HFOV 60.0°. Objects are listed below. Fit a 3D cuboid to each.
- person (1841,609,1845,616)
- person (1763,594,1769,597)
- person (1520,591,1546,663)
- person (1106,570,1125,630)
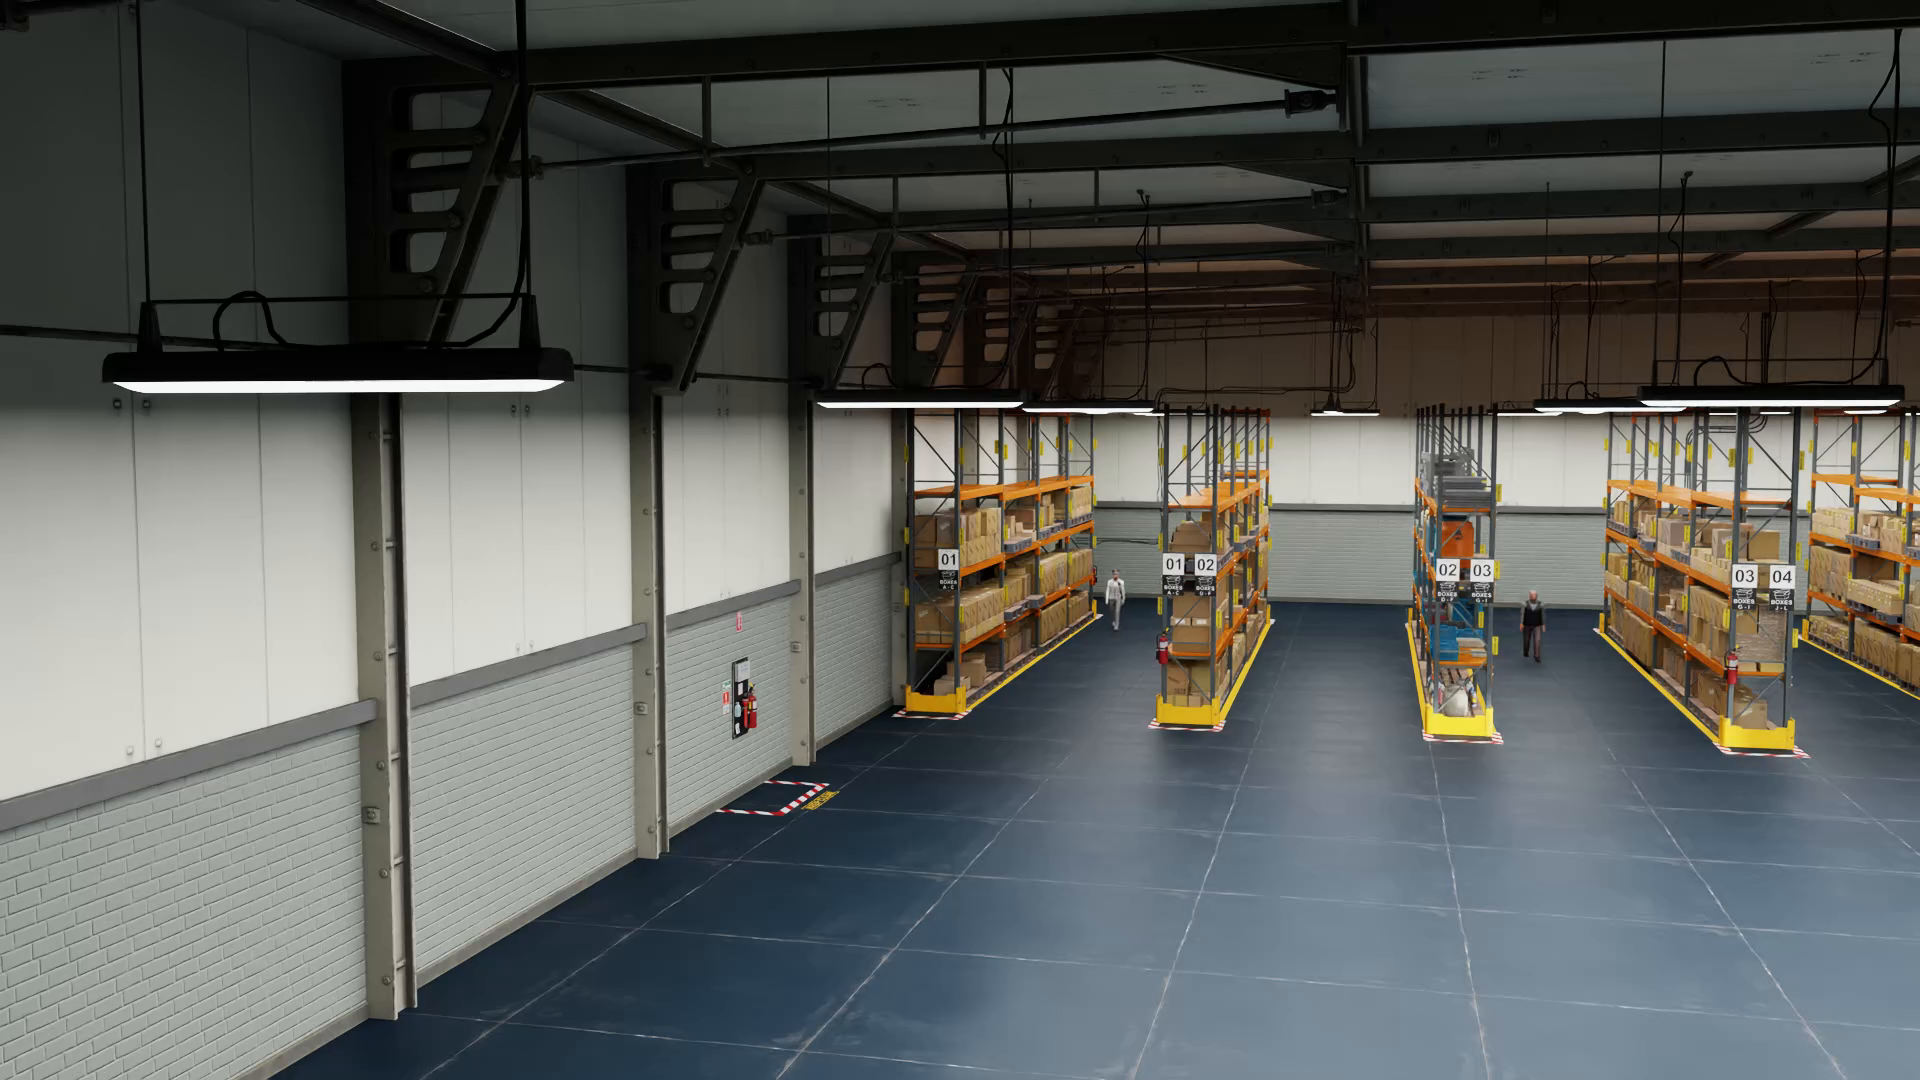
[{"bbox_3d":[23.566,1.660,43.936,0.641,1.709,0.551,2,5,27],"label":"person"},{"bbox_3d":[20.300,1.783,42.080,0.596,1.765,0.507,1,4,19],"label":"person"},{"bbox_3d":[13.524,2.026,39.262,0.620,1.669,1.084,1,4,10],"label":"person"},{"bbox_3d":[4.233,1.597,45.222,0.507,1.621,1.049,1,4,13],"label":"person"}]
